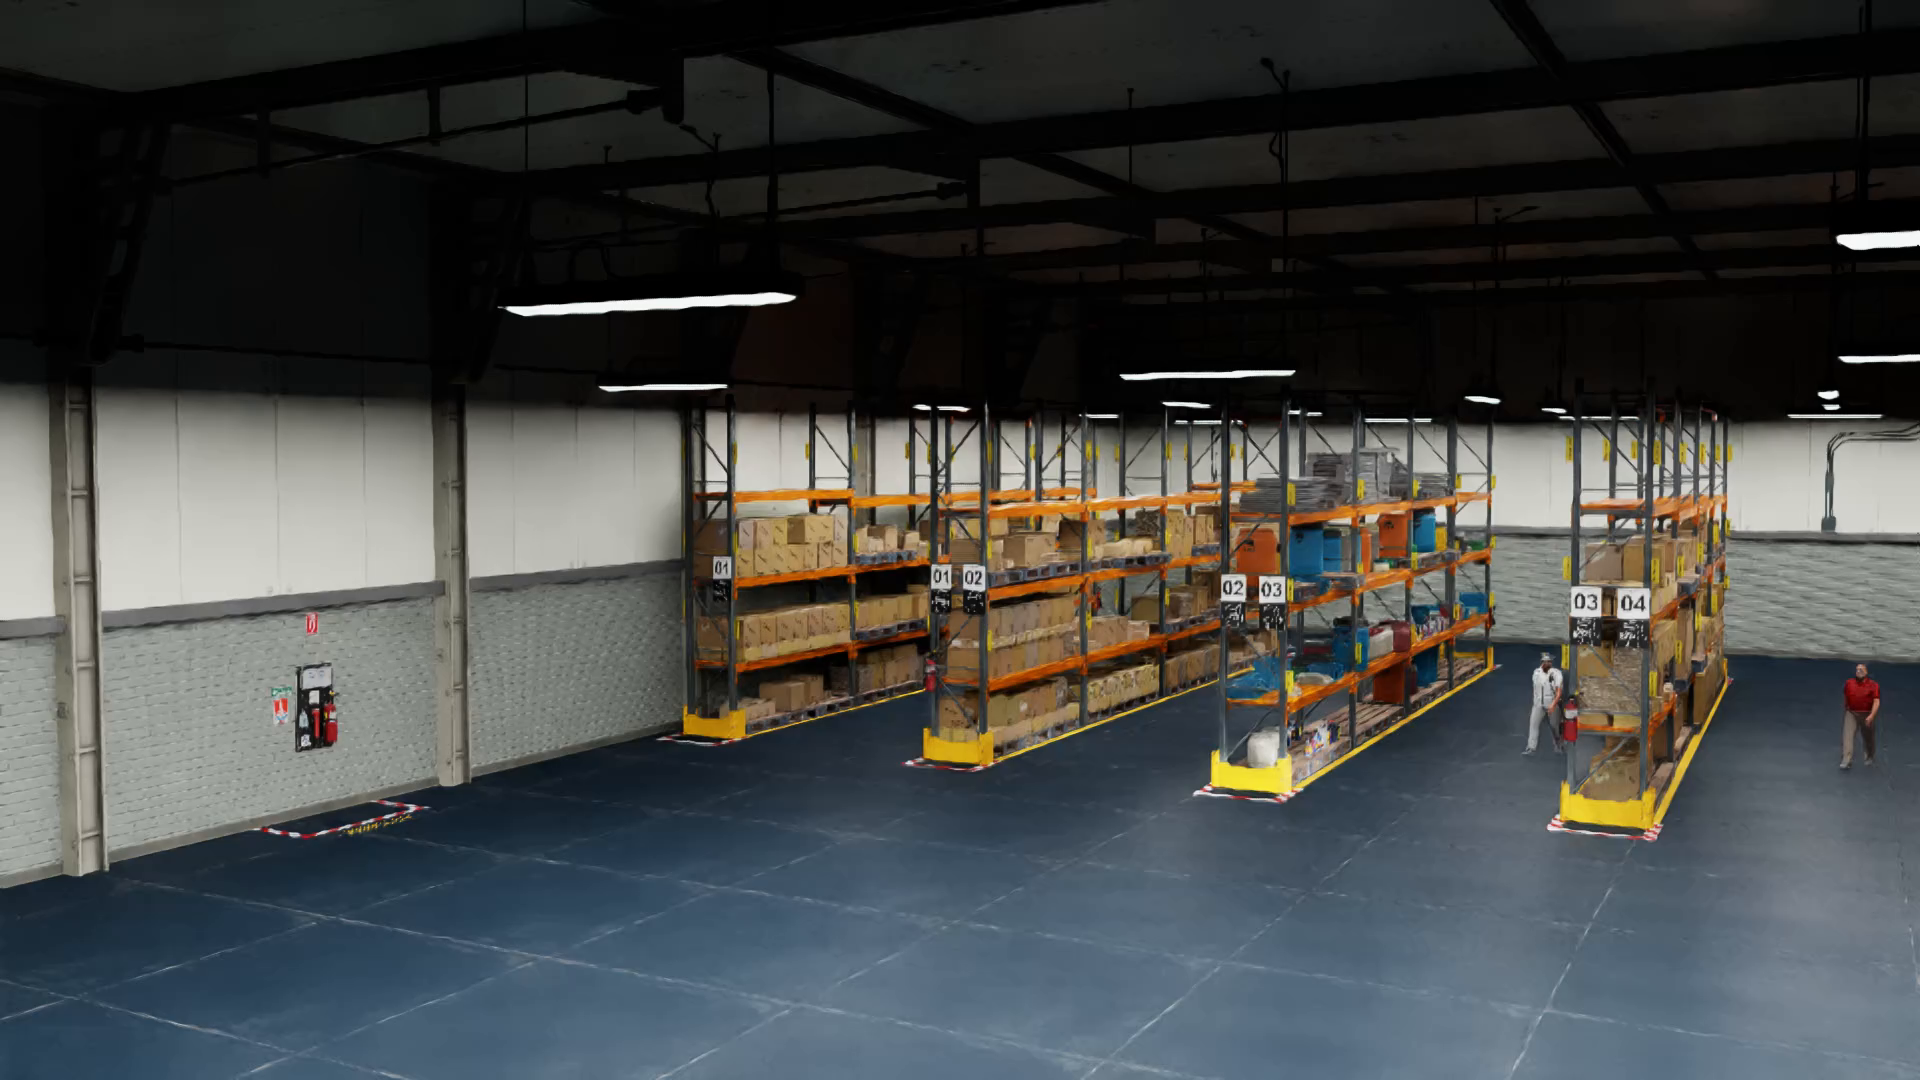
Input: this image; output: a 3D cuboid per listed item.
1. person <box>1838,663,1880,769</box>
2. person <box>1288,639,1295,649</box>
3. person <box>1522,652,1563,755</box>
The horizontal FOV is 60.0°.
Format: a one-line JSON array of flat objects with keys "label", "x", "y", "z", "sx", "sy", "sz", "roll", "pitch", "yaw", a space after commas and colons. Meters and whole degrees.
[{"label": "person", "x": 14.222, "y": 2.774, "z": 26.251, "sx": 0.532, "sy": 1.659, "sz": 1.040, "roll": 2, "pitch": 4, "yaw": 37}, {"label": "person", "x": 8.060, "y": 1.943, "z": 42.107, "sx": 0.683, "sy": 1.661, "sz": 0.564, "roll": -2, "pitch": 4, "yaw": -32}, {"label": "person", "x": 9.670, "y": 2.686, "z": 27.416, "sx": 0.535, "sy": 1.705, "sz": 1.029, "roll": 2, "pitch": 4, "yaw": 37}]
